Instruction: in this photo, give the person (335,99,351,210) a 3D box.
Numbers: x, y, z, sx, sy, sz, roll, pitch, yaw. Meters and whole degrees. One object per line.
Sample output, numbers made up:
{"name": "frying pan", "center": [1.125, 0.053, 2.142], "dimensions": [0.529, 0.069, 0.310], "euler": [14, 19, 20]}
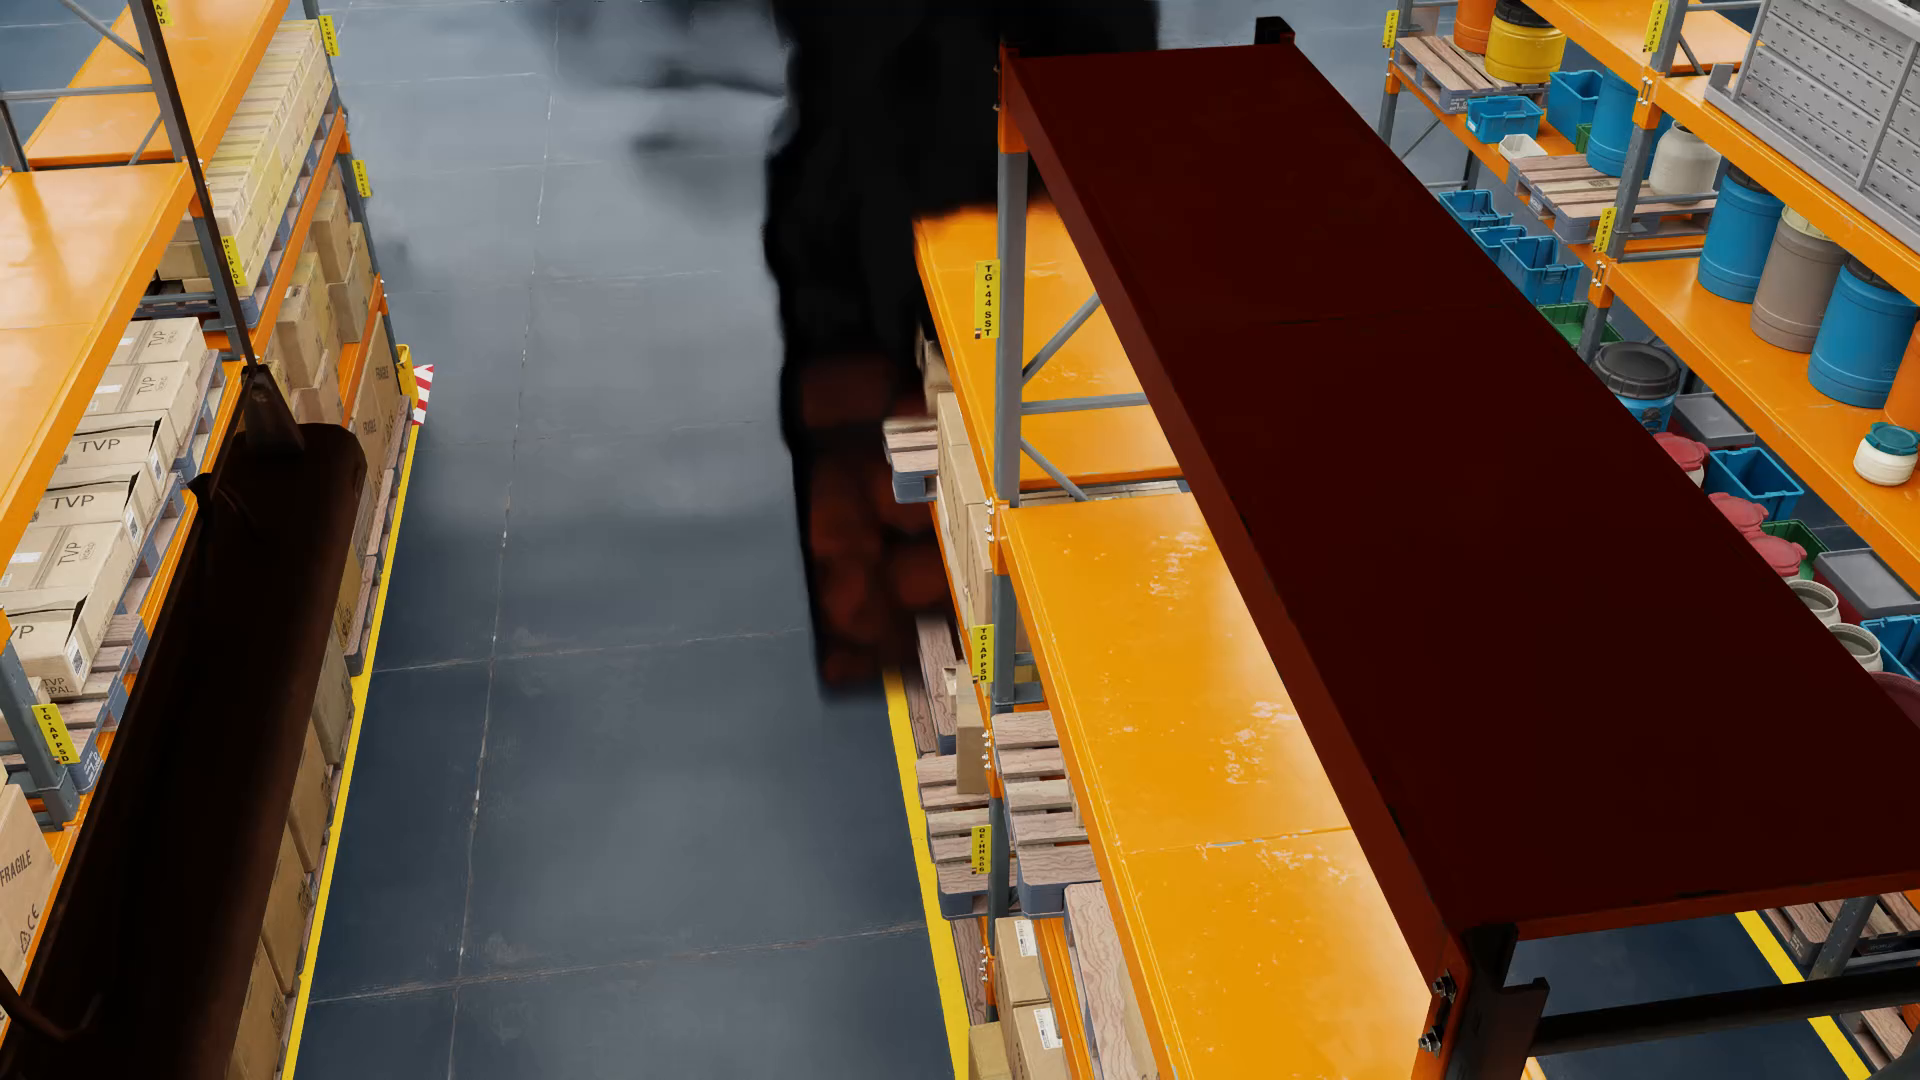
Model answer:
{"name": "person", "center": [-6.884, -4.238, 17.792], "dimensions": [0.542, 1.694, 0.703], "euler": [25, 43, 30]}
